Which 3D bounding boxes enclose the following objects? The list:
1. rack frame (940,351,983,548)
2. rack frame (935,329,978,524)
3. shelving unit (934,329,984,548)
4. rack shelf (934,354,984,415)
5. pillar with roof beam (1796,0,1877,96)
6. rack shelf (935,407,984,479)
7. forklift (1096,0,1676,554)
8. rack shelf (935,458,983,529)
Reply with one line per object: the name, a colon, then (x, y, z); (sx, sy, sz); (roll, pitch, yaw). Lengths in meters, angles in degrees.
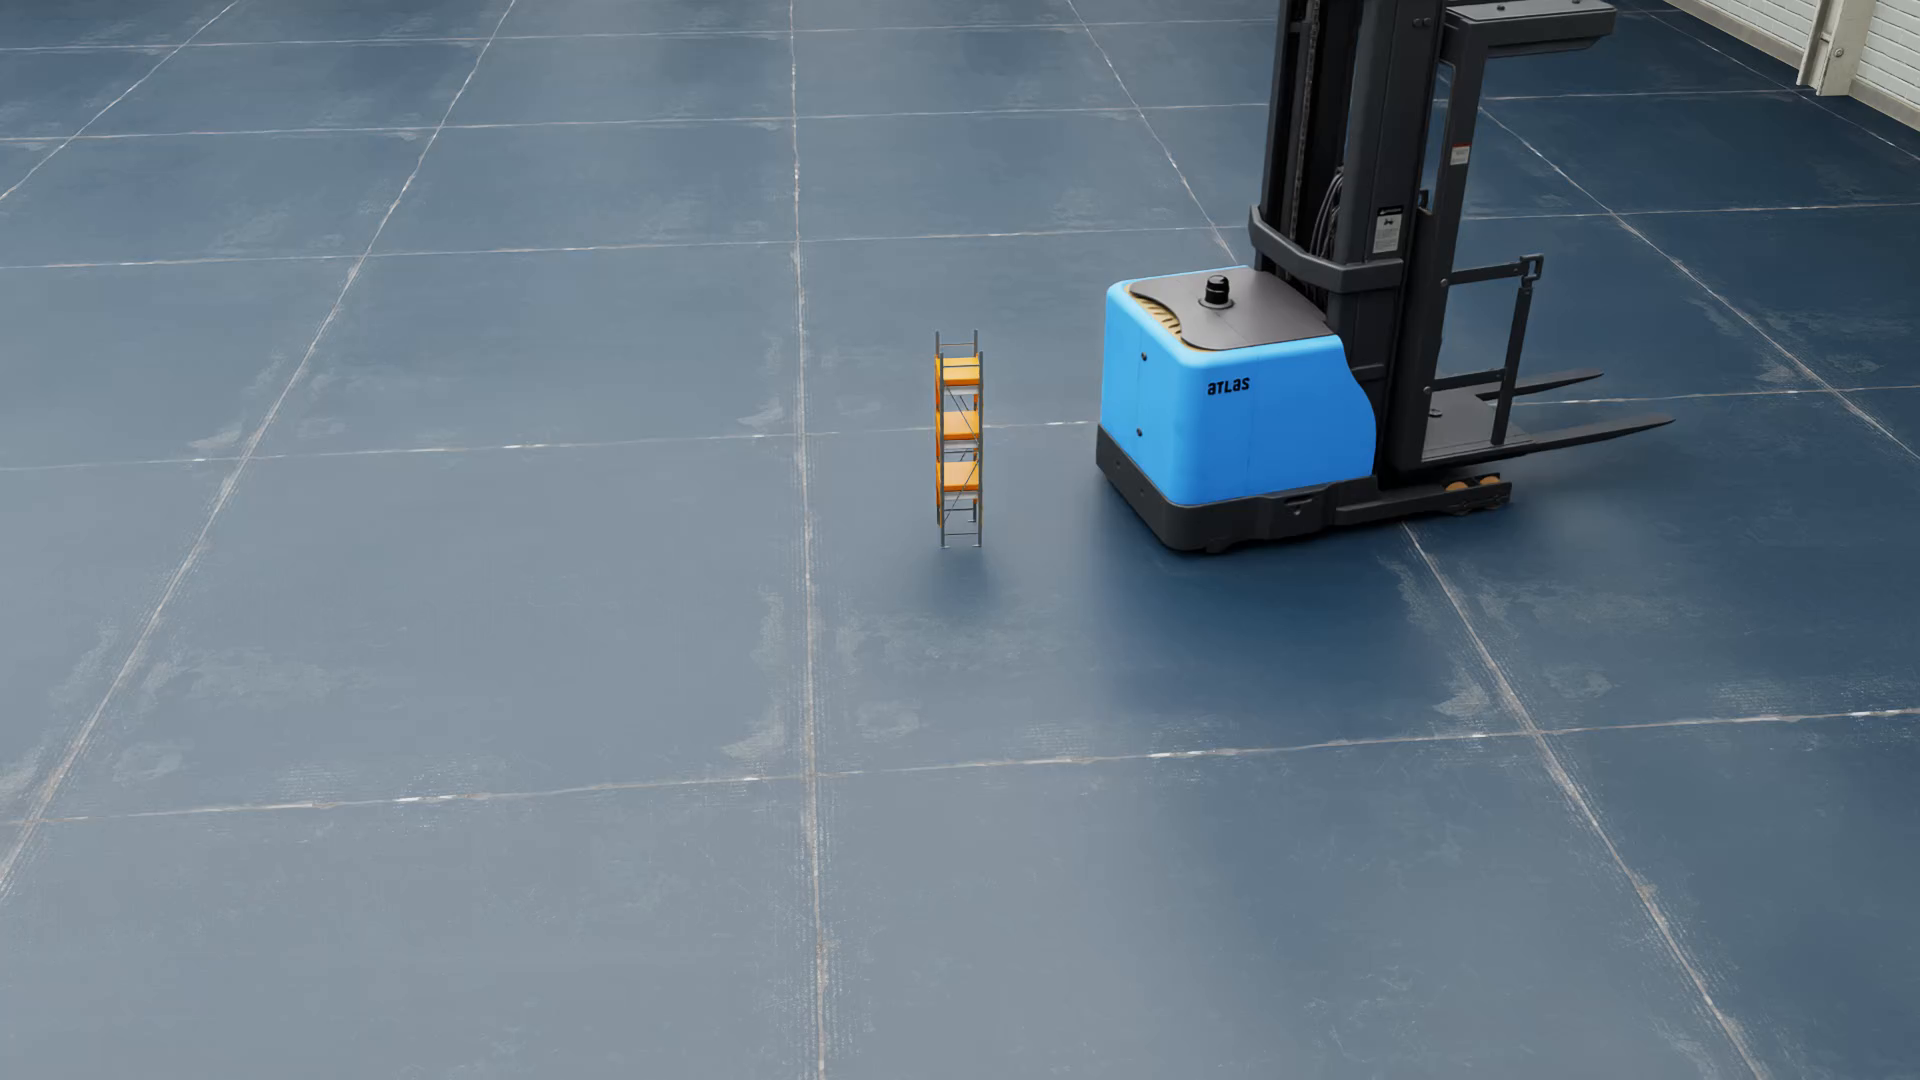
rack frame: (0.006, -0.416, 7.922); (0.200, 1.050, 0.008); (-3, 31, -5)
rack frame: (-0.016, -0.540, 8.131); (0.200, 1.050, 0.008); (-3, 31, -5)
shelving unit: (-0.005, -0.478, 8.027); (0.215, 1.050, 0.252); (-3, 31, -5)
rack shelf: (-0.005, -0.713, 7.886); (0.215, 0.259, 0.240); (-3, 31, -5)
pillar with roof beam: (3.559, -7.755, 12.458); (9.100, 9.000, 0.400); (-3, 31, -5)
rack shelf: (-0.005, -0.469, 8.032); (0.215, 0.259, 0.240); (-3, 31, -5)
forklift: (2.293, -1.631, 8.122); (3.031, 2.935, 1.130); (-10, 32, -16)
rack shelf: (-0.005, -0.230, 8.174); (0.215, 0.259, 0.240); (-3, 31, -5)
